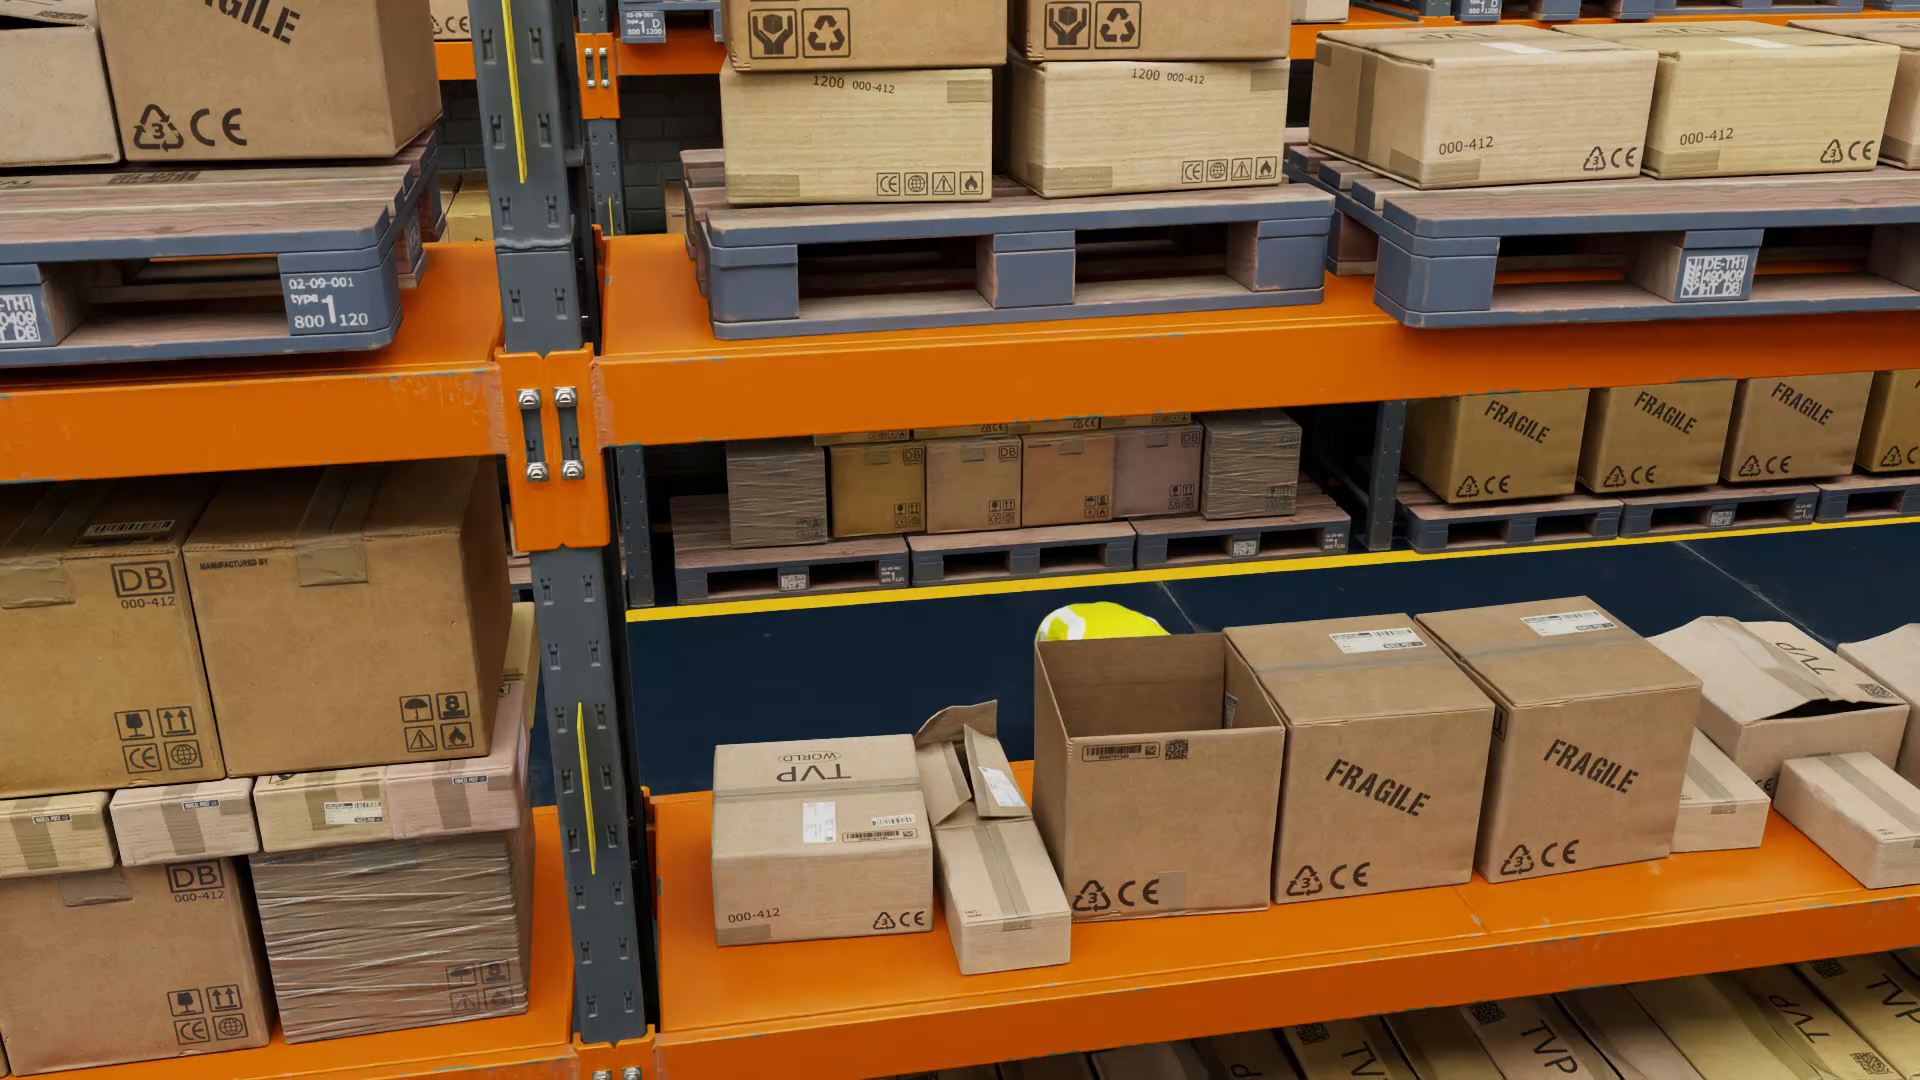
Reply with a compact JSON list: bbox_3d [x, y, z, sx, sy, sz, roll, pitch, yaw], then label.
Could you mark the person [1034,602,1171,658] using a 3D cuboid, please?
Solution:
[{"bbox_3d":[0.630,0.660,6.810,0.531,0.828,0.953,-5,24,-11],"label":"person"}]
